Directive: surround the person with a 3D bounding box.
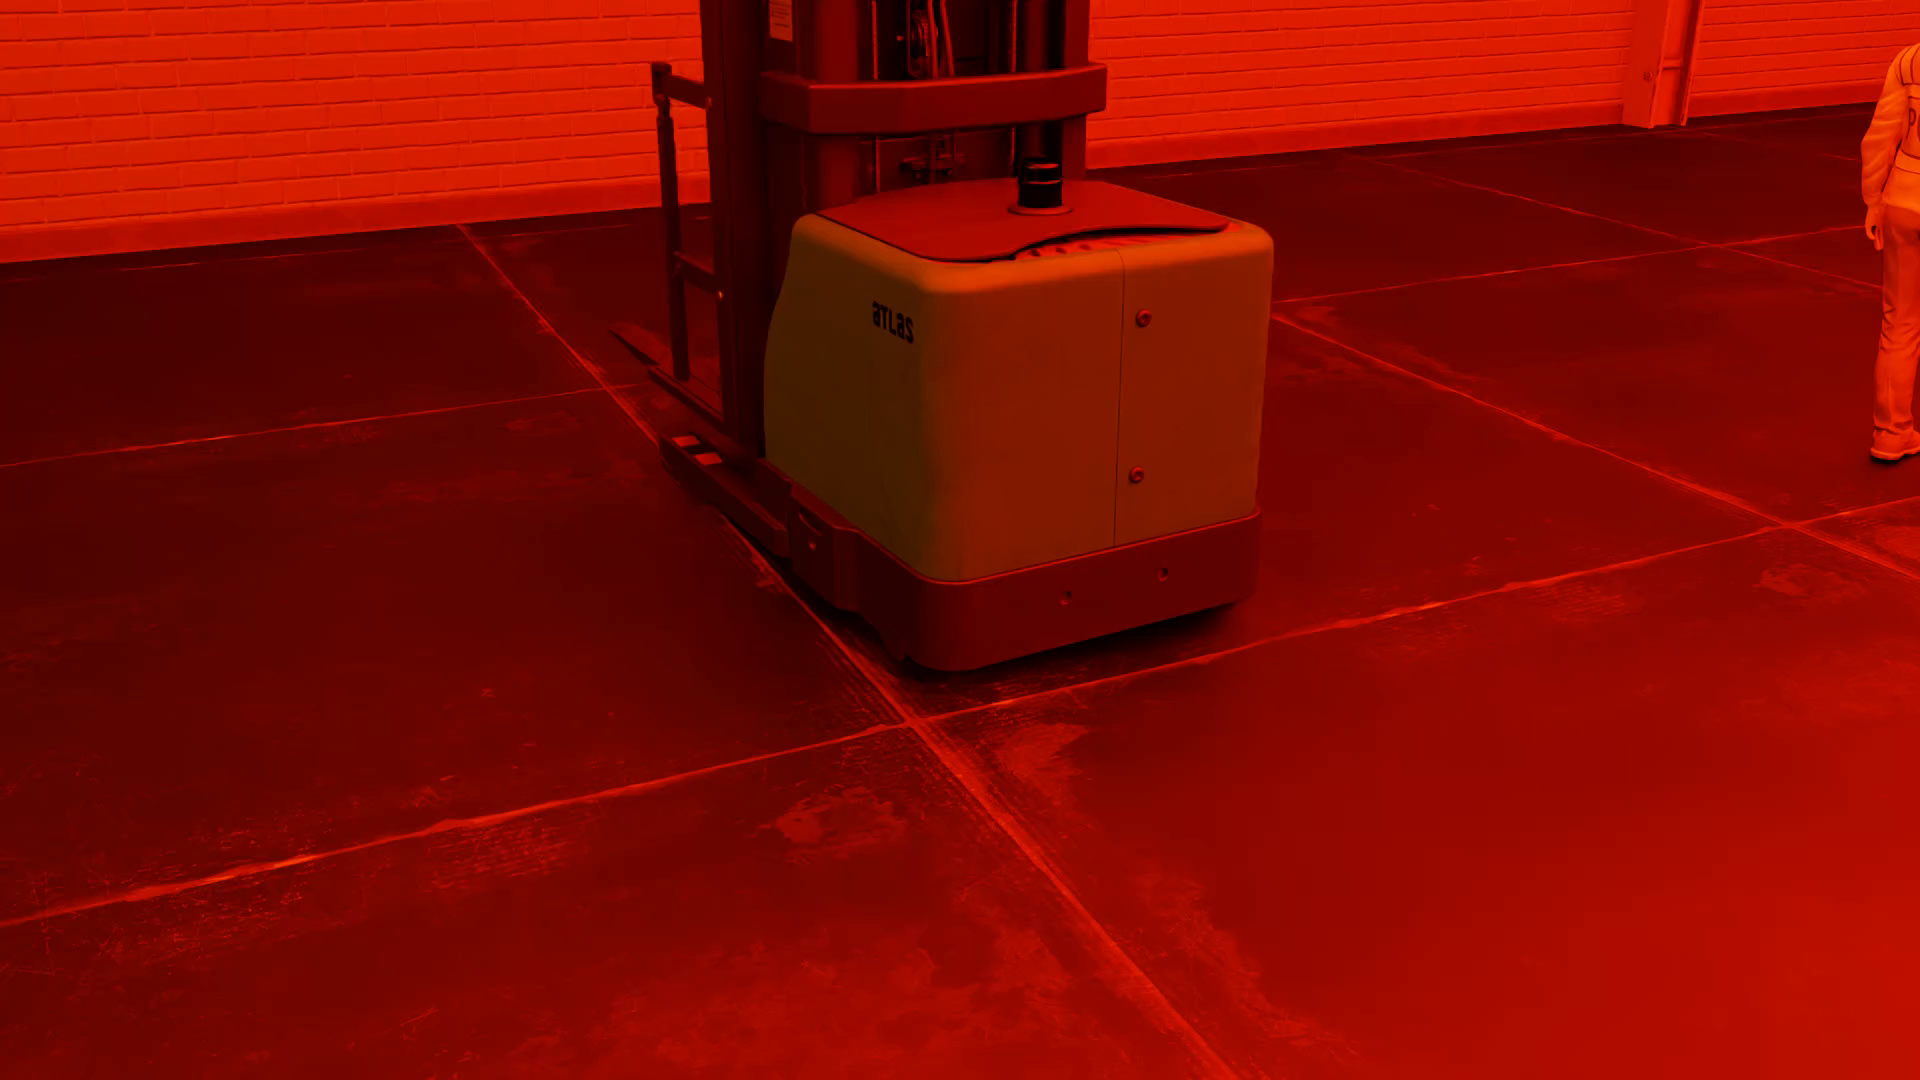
[{"bbox_3d":[3.276,-1.077,5.471,0.530,1.694,0.587,-15,27,-31],"label":"person"}]

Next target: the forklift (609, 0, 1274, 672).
[{"bbox_3d":[-0.346,-1.549,5.015,1.130,2.935,3.031,-12,26,-27],"label":"forklift"}]
